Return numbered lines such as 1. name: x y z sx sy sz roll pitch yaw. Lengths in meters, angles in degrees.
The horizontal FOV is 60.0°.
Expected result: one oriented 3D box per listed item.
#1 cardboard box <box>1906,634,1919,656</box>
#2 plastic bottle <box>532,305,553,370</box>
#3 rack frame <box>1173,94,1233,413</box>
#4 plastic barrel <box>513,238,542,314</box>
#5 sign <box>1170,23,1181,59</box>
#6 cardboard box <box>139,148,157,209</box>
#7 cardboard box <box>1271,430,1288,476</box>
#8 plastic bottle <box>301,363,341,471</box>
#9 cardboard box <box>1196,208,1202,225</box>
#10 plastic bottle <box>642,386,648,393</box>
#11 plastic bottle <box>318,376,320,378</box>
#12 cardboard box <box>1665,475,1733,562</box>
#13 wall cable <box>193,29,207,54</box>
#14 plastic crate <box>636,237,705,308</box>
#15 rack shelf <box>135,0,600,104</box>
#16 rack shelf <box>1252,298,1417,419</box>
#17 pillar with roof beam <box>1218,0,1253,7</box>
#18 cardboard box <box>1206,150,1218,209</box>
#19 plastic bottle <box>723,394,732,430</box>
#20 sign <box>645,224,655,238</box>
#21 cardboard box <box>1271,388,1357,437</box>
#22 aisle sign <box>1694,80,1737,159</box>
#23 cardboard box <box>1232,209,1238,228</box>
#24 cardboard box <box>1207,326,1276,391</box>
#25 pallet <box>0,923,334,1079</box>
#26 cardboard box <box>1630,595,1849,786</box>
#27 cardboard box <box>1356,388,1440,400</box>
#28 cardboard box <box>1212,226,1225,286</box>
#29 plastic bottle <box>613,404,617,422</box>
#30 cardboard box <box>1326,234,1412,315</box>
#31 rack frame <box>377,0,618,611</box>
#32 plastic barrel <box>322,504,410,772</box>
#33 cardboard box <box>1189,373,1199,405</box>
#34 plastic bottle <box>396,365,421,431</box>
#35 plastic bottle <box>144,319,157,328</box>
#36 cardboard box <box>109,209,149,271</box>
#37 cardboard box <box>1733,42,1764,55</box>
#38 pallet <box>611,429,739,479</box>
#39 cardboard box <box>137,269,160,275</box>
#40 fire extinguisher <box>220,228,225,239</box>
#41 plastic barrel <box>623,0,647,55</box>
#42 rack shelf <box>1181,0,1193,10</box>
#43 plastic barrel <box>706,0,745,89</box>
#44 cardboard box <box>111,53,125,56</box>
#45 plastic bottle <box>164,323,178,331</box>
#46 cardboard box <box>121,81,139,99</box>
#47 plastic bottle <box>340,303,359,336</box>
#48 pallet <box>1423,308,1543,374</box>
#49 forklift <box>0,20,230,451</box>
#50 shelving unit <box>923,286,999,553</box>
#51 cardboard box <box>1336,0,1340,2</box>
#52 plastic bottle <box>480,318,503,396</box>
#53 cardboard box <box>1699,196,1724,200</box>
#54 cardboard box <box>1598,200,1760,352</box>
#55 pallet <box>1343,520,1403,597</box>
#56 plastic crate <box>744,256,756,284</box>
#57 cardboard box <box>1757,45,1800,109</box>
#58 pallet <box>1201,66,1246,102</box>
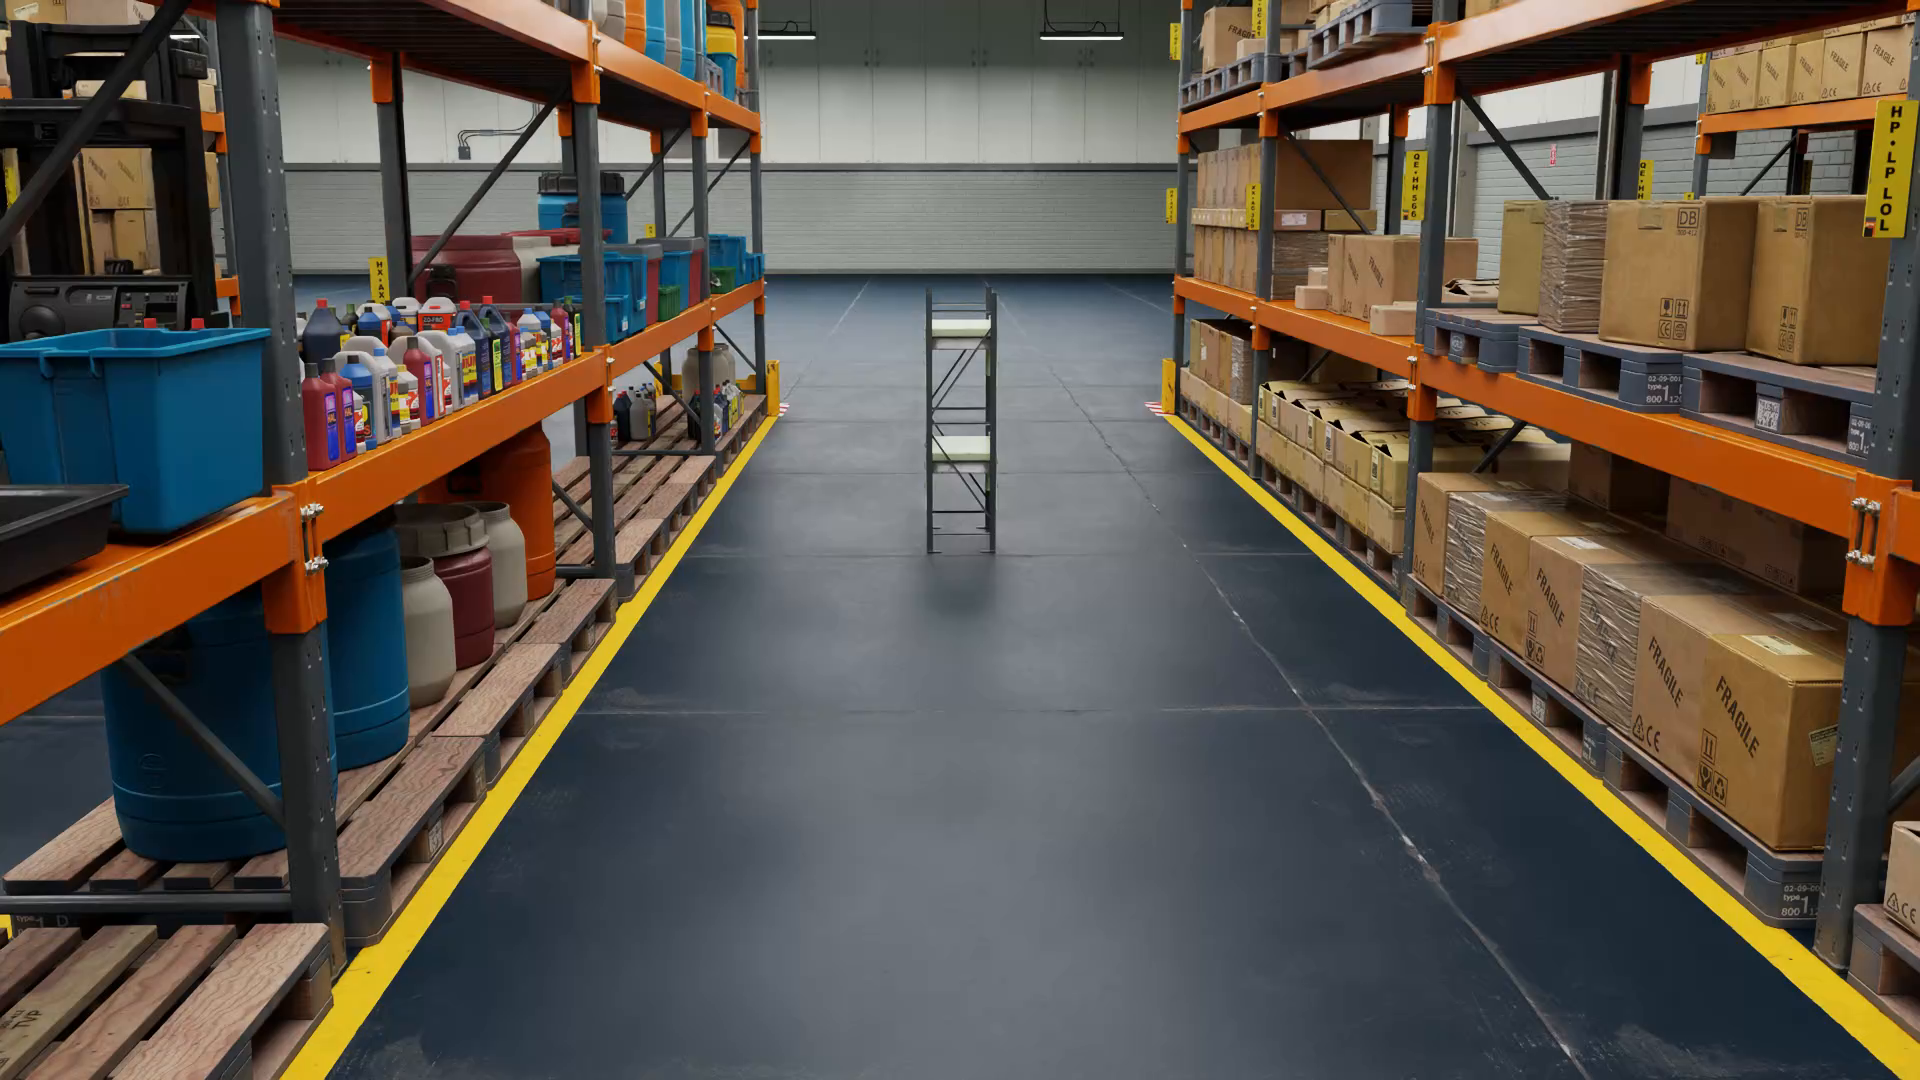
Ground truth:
1. cardboard box: 3.051 0.576 4.857 0.500 0.500 0.500 -1 11 -4
2. plastic bottle: -1.790 -0.863 7.091 0.097 0.271 0.097 0 11 0
3. rack frame: 2.569 -2.722 15.931 1.000 3.000 0.127 0 11 -1
4. plastic barrel: -2.452 -1.370 8.988 0.421 0.512 0.421 0 11 0
5. sign: 2.014 -4.658 15.533 0.100 0.325 0.005 0 11 -1
6. cardboard box: -7.052 -3.060 14.082 0.500 0.500 0.500 0 11 -1
7. cardboard box: 2.422 -0.602 11.342 0.500 0.250 0.500 0 11 0
8. plastic bottle: -1.716 -0.334 4.456 0.061 0.283 0.133 0 11 -1
9. cardboard box: 2.370 -2.957 15.209 0.380 0.149 0.250 -1 11 -3
10. plastic bottle: -2.650 -1.151 13.943 0.097 0.271 0.097 0 11 0
11. plastic bottle: -1.895 -0.382 4.895 0.097 0.201 0.097 0 11 0
12. cardboard box: 3.020 -0.090 6.254 0.500 0.250 0.500 0 11 -2
13. wall cable: -19.746 -12.937 46.302 3.097 2.526 0.112 0 11 -1
14. plastic crate: -1.984 -1.843 11.441 0.402 0.464 0.583 0 11 -1
15. rack shelf: -2.176 -1.832 5.809 1.077 0.370 4.000 0 11 -1
16. rack shelf: 2.693 -1.177 10.124 1.077 0.370 4.000 0 11 -1
17. pillar with roof beam: 3.477 -11.493 44.078 9.100 9.000 0.548 0 11 -1
18. cardboard box: 2.584 -3.199 14.767 0.700 0.500 0.500 -1 11 -3
19. plastic bottle: -1.868 -1.024 13.288 0.061 0.283 0.133 0 11 1
20. sign: -2.933 -2.836 15.800 0.100 0.325 0.005 0 11 -1
21. cardboard box: 2.417 -0.877 11.287 0.500 0.311 0.500 0 11 -2
22. aisle sign: 7.221 -4.030 15.841 0.394 0.787 0.004 0 11 -1
23. cardboard box: 2.408 -2.599 13.444 0.380 0.149 0.250 0 11 0
24. cardboard box: 2.387 -1.542 14.088 0.500 0.500 0.500 0 11 -1
25. pallet: -2.081 1.196 3.634 1.003 0.211 1.213 0 11 -1
26. cardboard box: 2.519 0.478 5.340 0.500 0.500 0.500 0 11 -1
27. cardboard box: 2.964 -0.877 11.287 0.500 0.311 0.500 0 11 0
28. cardboard box: 2.587 -2.475 14.462 0.700 0.500 0.500 0 11 -1
29. plastic bottle: -2.640 -0.886 12.606 0.061 0.283 0.133 0 11 2
30. cardboard box: 2.663 -1.718 10.733 0.500 0.500 0.500 1 11 3
31. rack frame: -2.218 -1.112 7.996 1.000 3.000 0.127 0 11 -1
32. plastic barrel: -2.144 0.257 5.471 0.600 0.901 0.708 0 11 -1
33. cardboard box: 2.372 -1.373 15.143 0.500 0.250 0.500 0 11 -1
34. plastic bottle: -1.750 -0.448 5.221 0.097 0.201 0.097 0 11 0
35. plastic bottle: -2.485 -0.511 5.157 0.144 0.351 0.185 0 11 -1
36. cardboard box: -7.255 -2.469 13.687 0.875 0.500 0.500 0 11 -1
37. cardboard box: 7.247 -4.584 14.751 0.500 0.500 0.500 0 11 -2
38. pallet: -2.272 -0.674 12.851 1.003 0.211 1.213 0 11 -1
39. cardboard box: -6.986 -2.205 14.016 0.380 0.149 0.250 0 11 -1
40. fire extinguisher: -6.876 -2.669 15.863 0.296 0.674 0.183 0 11 -1
41. plastic barrel: -2.031 -3.087 9.105 0.600 0.830 0.708 0 11 -1
42. rack shelf: 2.611 -4.716 13.486 1.077 0.370 4.000 0 11 -1
43. plastic barrel: -2.246 -4.492 14.978 0.600 0.830 0.708 0 11 -1
44. cardboard box: -7.038 -3.907 13.601 0.380 0.149 0.250 -1 11 -4
45. plastic bottle: -2.337 -0.475 4.978 0.144 0.351 0.185 0 11 -1
46. cardboard box: -7.040 -3.683 13.499 0.500 0.250 0.500 0 11 -2
47. plastic bottle: -2.565 -0.849 6.991 0.061 0.283 0.133 0 11 -1
48. pallet: 2.819 -0.903 7.449 1.213 0.211 1.003 0 11 -1
49. forklift: -4.572 -1.207 8.636 1.130 2.935 3.031 0 11 -1
50. shelving unit: 0.000 -0.736 9.917 0.431 1.500 0.755 0 11 -1
51. cardboard box: 2.660 -3.661 10.449 0.500 0.500 0.500 1 12 4
52. plastic bottle: -1.752 -0.686 6.188 0.061 0.283 0.133 0 11 -1
53. cardboard box: 7.231 -2.951 15.500 0.500 0.500 0.500 0 11 -1
54. cardboard box: 2.719 -0.942 5.851 0.700 0.500 0.500 -3 12 -16
55. pallet: 2.757 0.071 9.177 1.003 0.211 1.213 0 11 -1
56. plastic crate: -2.066 -2.402 14.728 0.499 0.251 0.408 0 11 -1
57. cardboard box: 7.269 -3.994 14.357 0.500 0.500 0.500 0 11 1
58. pallet: 2.586 -3.765 13.750 1.003 0.211 1.213 0 11 -1
